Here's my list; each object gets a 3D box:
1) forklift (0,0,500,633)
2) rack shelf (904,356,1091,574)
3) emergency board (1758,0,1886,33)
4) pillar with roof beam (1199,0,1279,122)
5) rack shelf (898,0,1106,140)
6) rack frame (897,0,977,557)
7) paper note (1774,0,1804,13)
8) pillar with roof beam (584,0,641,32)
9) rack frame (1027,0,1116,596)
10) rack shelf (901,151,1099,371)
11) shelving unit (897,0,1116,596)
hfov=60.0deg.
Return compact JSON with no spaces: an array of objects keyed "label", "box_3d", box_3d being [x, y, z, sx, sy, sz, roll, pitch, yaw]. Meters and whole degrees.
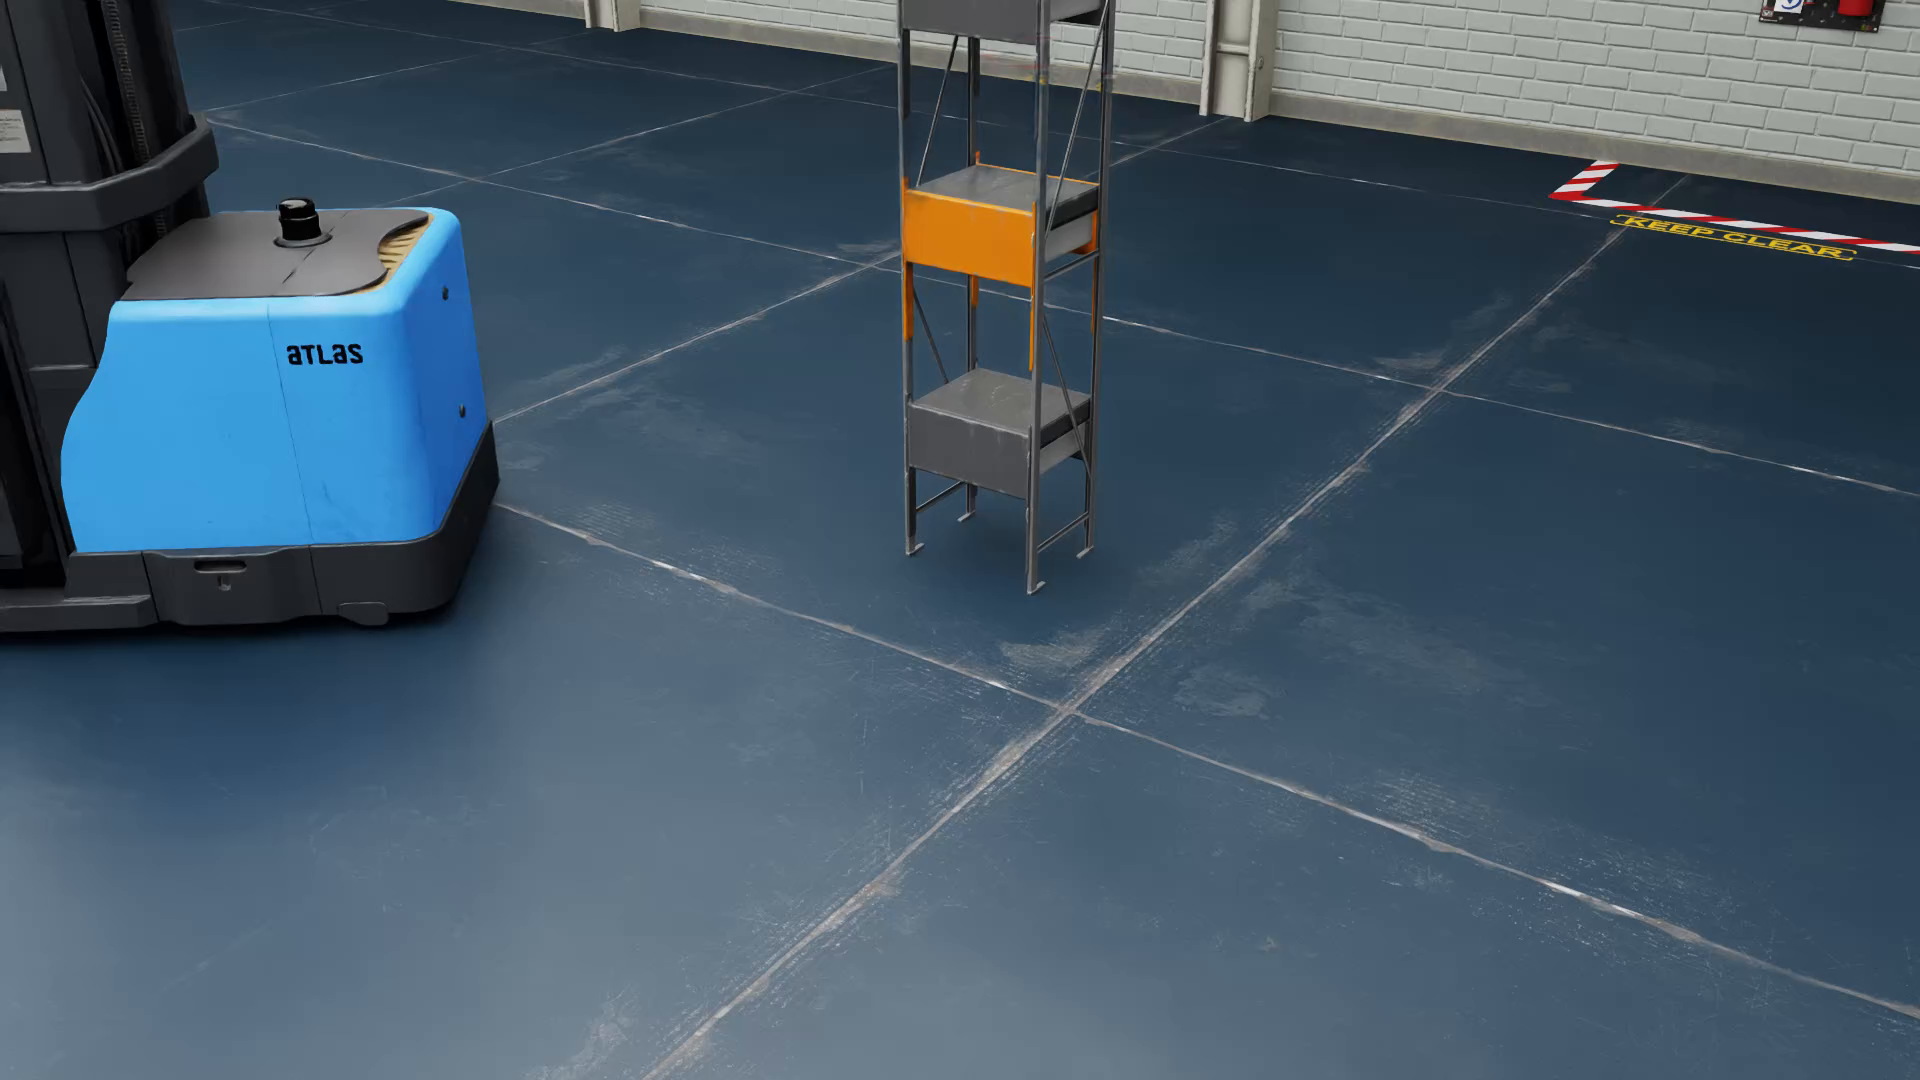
[{"label":"forklift","box_3d":[-3.140,-1.207,4.890,3.031,2.935,1.130,-2,27,-4]},{"label":"rack shelf","box_3d":[0.136,-0.257,5.514,0.480,0.518,0.431,17,32,30]},{"label":"emergency board","box_3d":[4.842,-3.410,9.143,0.643,1.169,0.194,17,32,30]},{"label":"pillar with roof beam","box_3d":[-0.526,-5.366,6.372,0.400,9.000,9.100,17,32,30]},{"label":"rack shelf","box_3d":[0.136,-1.505,4.879,0.480,0.518,0.431,17,32,30]},{"label":"rack frame","box_3d":[-0.065,-0.956,5.313,0.015,2.100,0.400,17,32,30]},{"label":"paper note","box_3d":[4.735,-3.089,9.483,0.142,0.148,0.016,17,32,30]},{"label":"pillar with roof beam","box_3d":[-5.472,-6.907,9.400,0.400,9.000,9.100,17,32,30]},{"label":"rack frame","box_3d":[0.338,-0.831,5.067,0.015,2.100,0.400,17,32,30]},{"label":"rack shelf","box_3d":[0.136,-0.881,5.196,0.480,0.518,0.431,17,32,30]},{"label":"shelving unit","box_3d":[0.136,-0.893,5.190,0.503,2.100,0.431,17,32,30]}]
